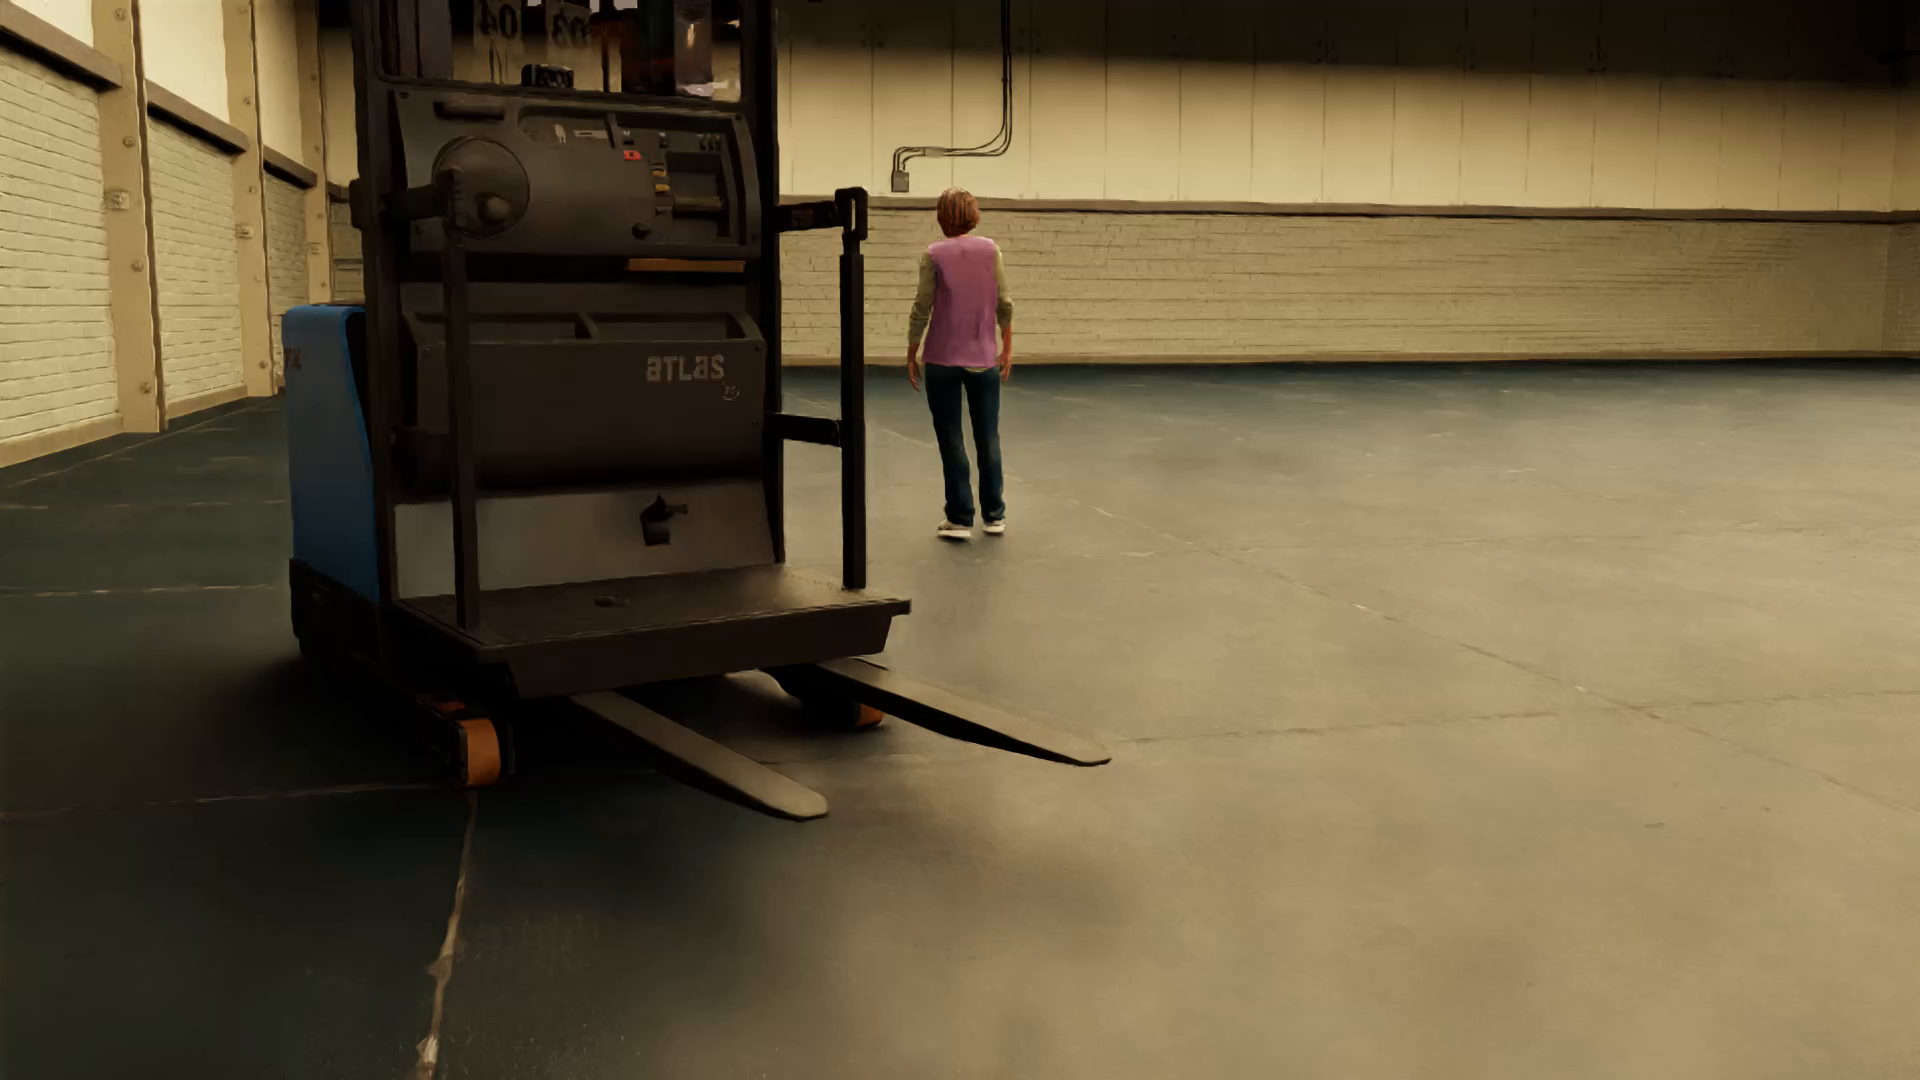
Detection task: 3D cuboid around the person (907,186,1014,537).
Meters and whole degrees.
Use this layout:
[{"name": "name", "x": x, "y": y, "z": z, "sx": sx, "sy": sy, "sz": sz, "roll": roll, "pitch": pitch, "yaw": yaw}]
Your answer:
[{"name": "person", "x": -0.004, "y": -0.808, "z": 7.670, "sx": 0.520, "sy": 1.597, "sz": 0.474, "roll": -2, "pitch": 8, "yaw": -13}]

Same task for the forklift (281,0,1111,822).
[{"name": "forklift", "x": -0.828, "y": -0.966, "z": 4.037, "sx": 1.130, "sy": 2.935, "sz": 3.031, "roll": -5, "pitch": 10, "yaw": -33}]
